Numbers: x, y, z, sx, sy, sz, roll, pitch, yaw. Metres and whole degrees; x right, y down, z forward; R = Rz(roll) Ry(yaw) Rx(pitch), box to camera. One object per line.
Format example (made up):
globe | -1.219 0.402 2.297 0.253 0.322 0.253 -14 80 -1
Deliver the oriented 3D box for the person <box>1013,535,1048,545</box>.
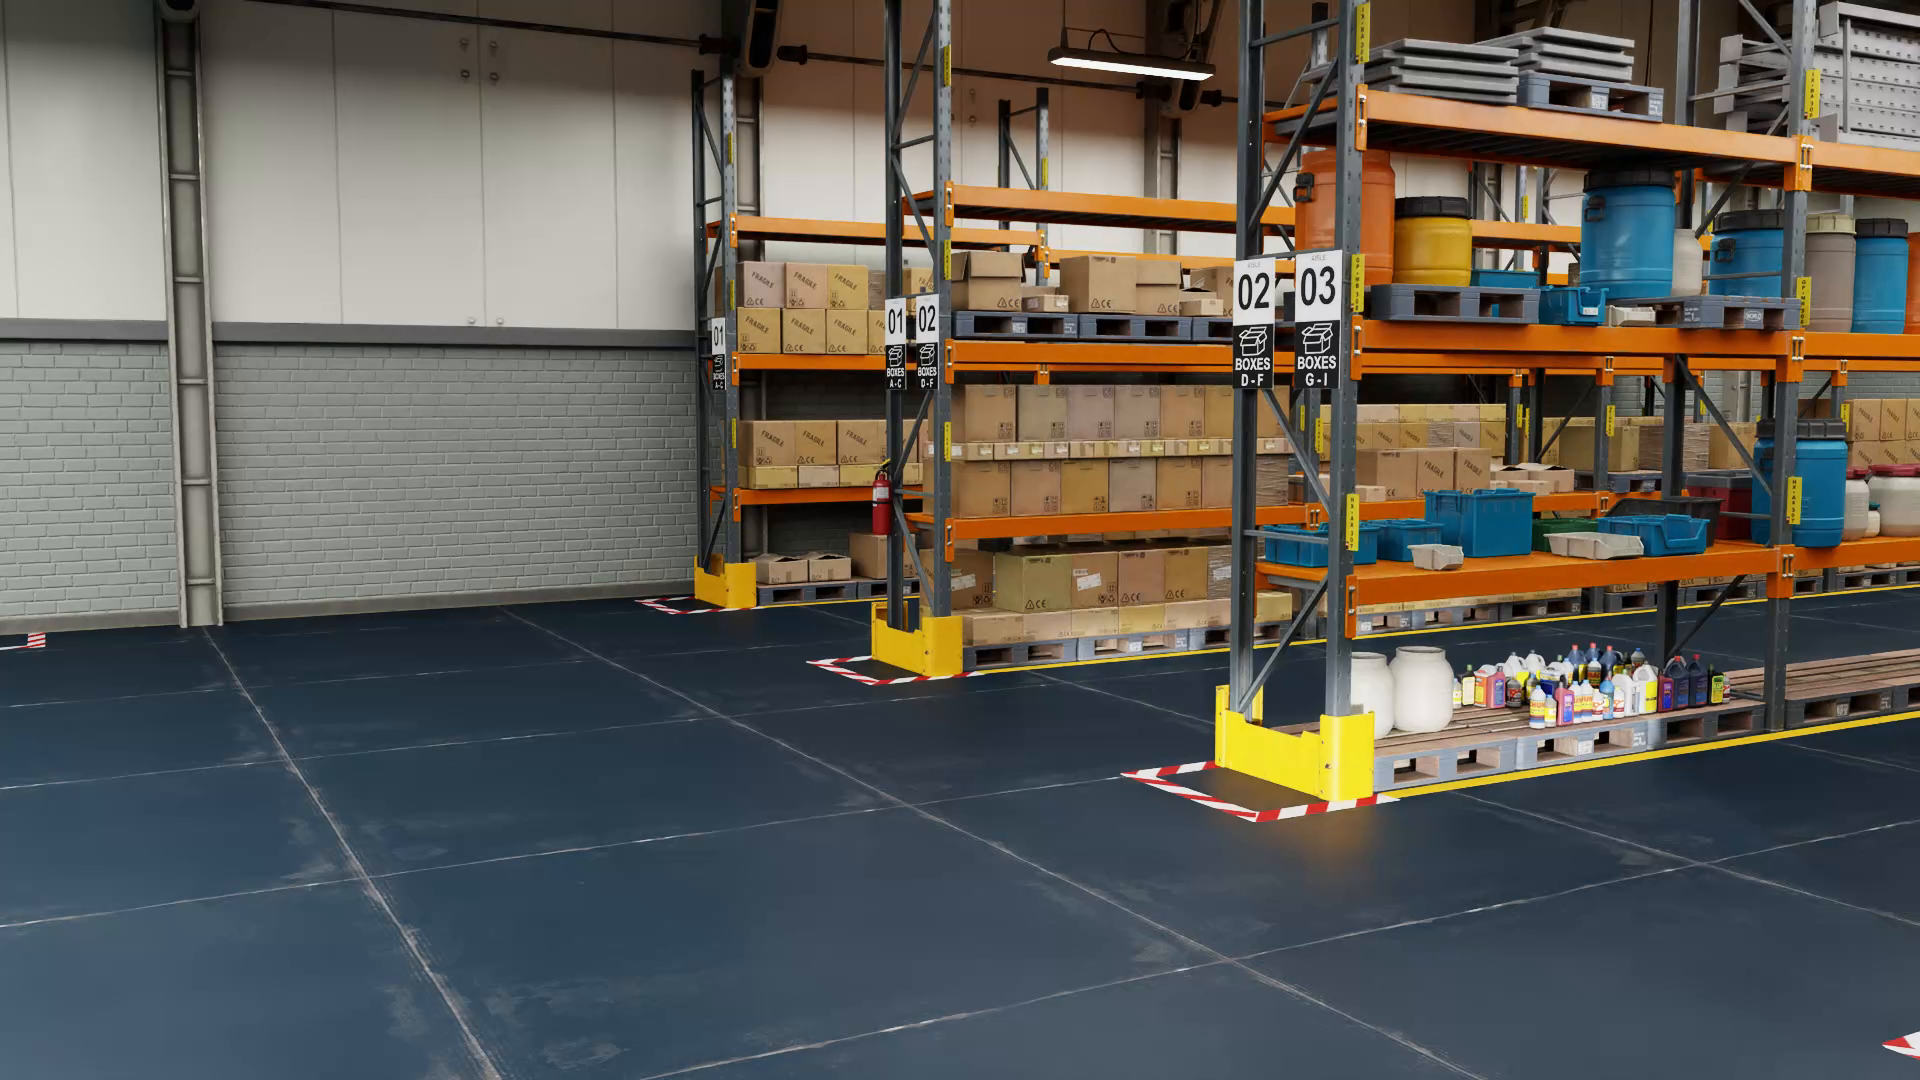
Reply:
person | 0.734 -0.023 17.784 0.442 1.674 0.360 -3 6 -27
